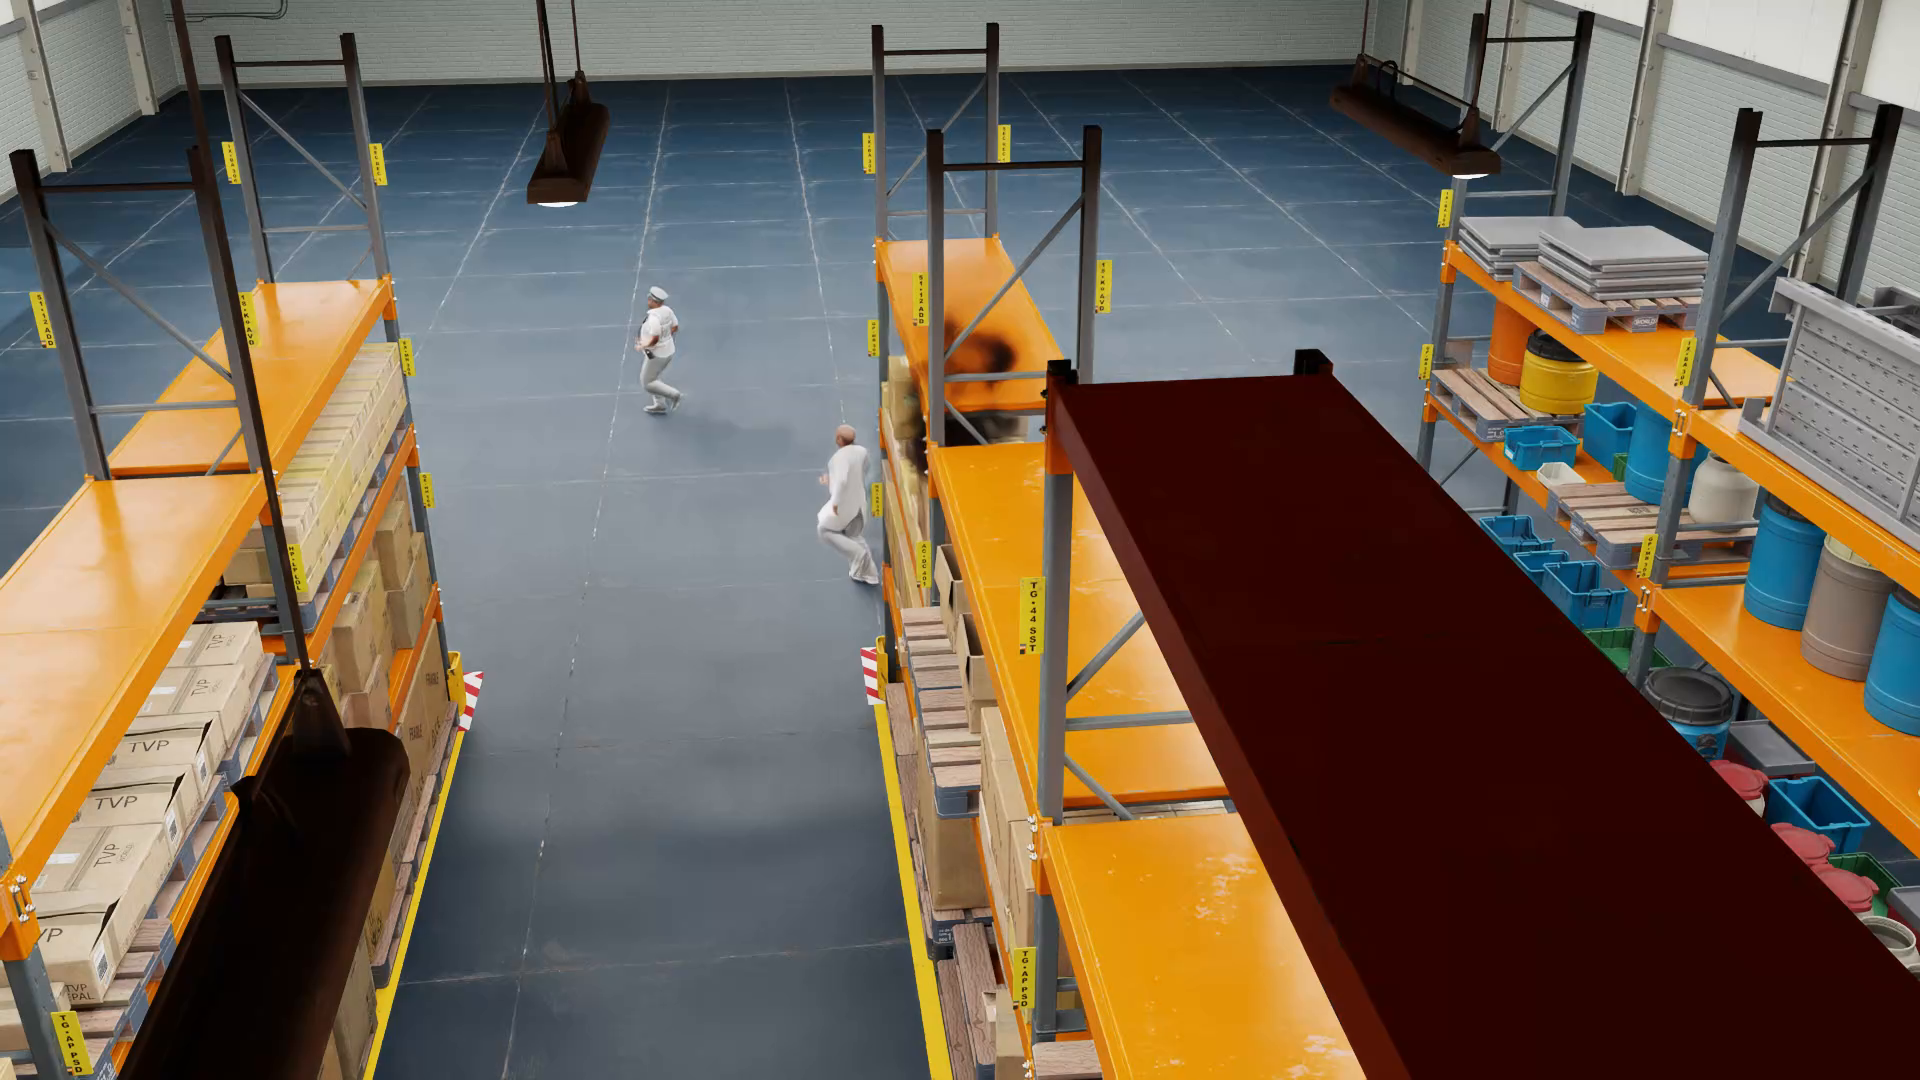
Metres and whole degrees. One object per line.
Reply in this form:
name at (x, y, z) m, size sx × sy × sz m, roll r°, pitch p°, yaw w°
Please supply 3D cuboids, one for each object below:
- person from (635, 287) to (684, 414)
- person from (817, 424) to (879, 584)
person at (-3.887, -2.454, 21.635) m, size 0.645 × 1.733 × 0.664 m, roll 7°, pitch 26°, yaw 15°
person at (-1.207, -0.376, 17.274) m, size 0.753 × 1.731 × 0.732 m, roll 16°, pitch 30°, yaw 30°
